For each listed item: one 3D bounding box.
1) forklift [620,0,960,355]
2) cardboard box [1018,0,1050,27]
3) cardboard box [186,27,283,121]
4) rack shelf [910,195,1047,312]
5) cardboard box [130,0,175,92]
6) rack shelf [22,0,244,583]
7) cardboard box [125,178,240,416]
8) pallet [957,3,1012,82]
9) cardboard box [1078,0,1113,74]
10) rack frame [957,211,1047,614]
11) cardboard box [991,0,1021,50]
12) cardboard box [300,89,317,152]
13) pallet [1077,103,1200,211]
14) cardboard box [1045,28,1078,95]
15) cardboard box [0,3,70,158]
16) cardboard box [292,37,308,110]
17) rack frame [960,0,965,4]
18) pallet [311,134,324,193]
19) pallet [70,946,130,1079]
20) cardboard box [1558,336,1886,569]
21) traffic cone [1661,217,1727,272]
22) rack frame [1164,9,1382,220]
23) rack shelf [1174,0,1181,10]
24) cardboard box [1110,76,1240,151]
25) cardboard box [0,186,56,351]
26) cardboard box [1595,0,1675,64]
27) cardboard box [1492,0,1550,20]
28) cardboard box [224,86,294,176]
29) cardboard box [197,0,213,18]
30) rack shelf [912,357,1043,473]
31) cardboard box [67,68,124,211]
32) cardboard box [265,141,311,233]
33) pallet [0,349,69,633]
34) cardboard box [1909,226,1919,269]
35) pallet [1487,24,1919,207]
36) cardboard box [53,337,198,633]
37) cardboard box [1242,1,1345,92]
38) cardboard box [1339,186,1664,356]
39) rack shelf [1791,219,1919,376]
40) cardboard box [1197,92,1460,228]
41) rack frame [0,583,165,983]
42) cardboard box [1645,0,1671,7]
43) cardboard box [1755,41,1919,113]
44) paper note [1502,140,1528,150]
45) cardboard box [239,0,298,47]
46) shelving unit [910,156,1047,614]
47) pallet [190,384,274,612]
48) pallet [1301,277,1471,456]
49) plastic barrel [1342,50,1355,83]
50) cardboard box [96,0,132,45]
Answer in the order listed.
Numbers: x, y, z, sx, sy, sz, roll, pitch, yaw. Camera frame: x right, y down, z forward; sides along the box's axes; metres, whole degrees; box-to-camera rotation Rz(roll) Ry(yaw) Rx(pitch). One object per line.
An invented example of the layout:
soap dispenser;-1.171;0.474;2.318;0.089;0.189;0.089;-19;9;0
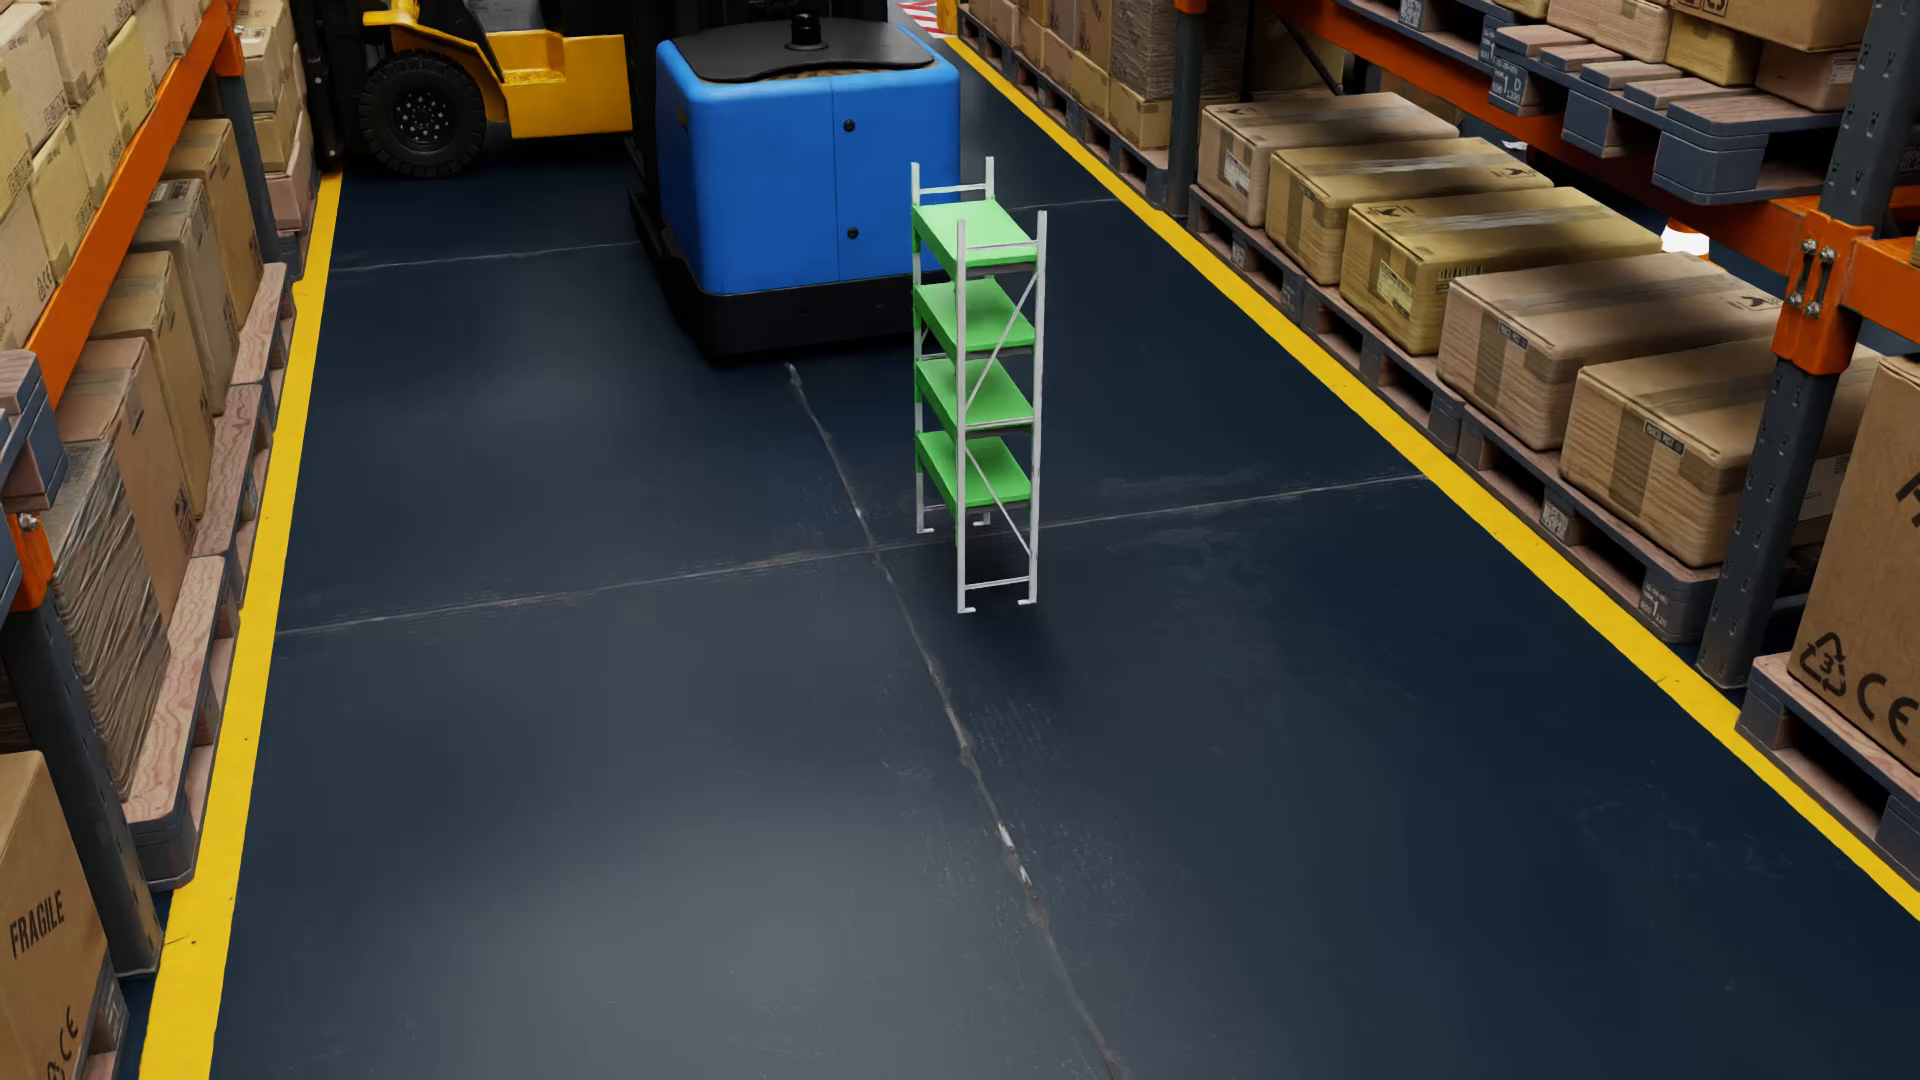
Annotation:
forklift;-0.918;-2.699;6.988;1.130;2.935;3.031;-9;31;-15
cardboard box;0.640;-3.224;9.403;0.500;0.500;0.500;-7;31;-12
cardboard box;-3.132;-1.947;6.947;0.500;0.250;0.500;-8;31;-14
rack shelf;0.044;-0.799;4.603;0.258;0.148;0.480;-8;31;-13
cardboard box;-2.679;-1.487;4.975;0.500;0.250;0.500;-8;31;-13
rack shelf;-2.775;-0.970;4.649;1.077;0.370;4.000;-8;31;-13
cardboard box;-2.958;-0.775;5.545;0.875;0.625;0.625;-8;31;-14
pallet;0.619;-3.200;10.568;1.003;0.211;1.213;-8;31;-13
cardboard box;0.927;-2.721;8.533;0.500;0.500;0.500;-7;31;-12
rack frame;0.109;-0.321;4.608;0.240;1.200;0.015;-8;31;-13
cardboard box;0.493;-3.158;10.038;0.500;0.250;0.500;-7;31;-11
cardboard box;-3.416;-2.006;8.046;0.500;0.250;0.500;-7;31;-12
pallet;1.267;-2.022;8.532;1.003;0.211;1.213;-8;31;-13
cardboard box;0.781;-2.652;9.164;0.500;0.250;0.500;-7;31;-13
cardboard box;-2.258;-0.955;3.557;0.500;0.250;0.500;-7;31;-12
cardboard box;-3.394;-2.217;7.913;0.500;0.250;0.500;-8;31;-14
rack frame;0.417;-4.841;10.619;1.000;3.000;0.127;-8;31;-13
pallet;-3.804;-2.020;8.529;1.003;0.211;1.213;-8;31;-13
pallet;-2.082;1.257;2.867;1.003;0.211;1.213;-8;31;-13
cardboard box;2.400;-0.296;4.970;0.950;0.372;0.625;-10;32;-17
traffic cone;3.158;-1.398;7.203;0.336;0.463;0.334;-8;31;-13
rack frame;1.479;-2.909;7.281;1.000;3.000;0.127;-8;31;-13
rack shelf;0.948;-3.563;9.130;1.077;0.370;4.000;-8;31;-13
cardboard box;1.063;-2.150;8.296;0.500;0.250;0.500;-6;31;-11
cardboard box;-2.126;-0.497;3.264;0.500;0.250;0.500;-8;31;-13
cardboard box;1.976;-1.412;4.528;0.380;0.149;0.250;-8;31;-14
cardboard box;1.830;-1.666;4.966;0.380;0.149;0.250;-7;31;-12
cardboard box;-3.136;-1.730;7.071;0.500;0.250;0.500;-8;31;-14
cardboard box;-2.920;-1.973;5.815;0.500;0.250;0.500;-7;31;-12
rack shelf;0.044;-0.384;4.843;0.258;0.148;0.480;-8;31;-13
cardboard box;-2.398;-0.988;4.113;0.500;0.250;0.500;-9;31;-15
cardboard box;-3.115;-1.516;7.201;0.500;0.250;0.500;-8;31;-13
pallet;-1.996;0.086;2.299;1.213;0.211;1.003;-8;31;-13
cardboard box;2.428;-0.642;3.515;0.500;0.250;0.500;-8;31;-14
pallet;2.249;-1.224;4.562;1.213;0.211;1.003;-8;31;-13
cardboard box;-2.577;-0.087;4.357;0.875;0.625;0.625;-7;31;-12
cardboard box;1.583;-2.546;8.231;0.500;0.500;0.500;-6;31;-11
cardboard box;2.001;-1.018;6.218;0.950;0.372;0.625;-7;31;-12
rack shelf;3.072;0.300;2.455;1.077;0.370;4.000;-8;31;-13
cardboard box;1.621;-1.700;7.397;0.950;0.372;0.625;-7;31;-13
rack frame;-2.244;-0.315;2.800;1.000;3.000;0.127;-8;31;-13
cardboard box;2.004;-1.761;4.483;0.500;0.500;0.500;-8;31;-14
cardboard box;2.227;-1.177;4.121;0.380;0.149;0.250;-7;31;-11
paper note;2.983;-2.107;8.859;0.148;0.019;0.142;-8;31;-13
cardboard box;-3.401;-2.434;7.788;0.500;0.250;0.500;-7;31;-12
shelving unit;0.044;-0.439;4.811;0.258;1.200;0.503;-8;31;-13
pallet;-2.745;-0.099;5.211;1.003;0.211;1.213;-8;31;-13
pallet;2.014;-0.736;6.310;1.003;0.211;1.213;-8;31;-13
plastic barrel;2.425;-2.929;9.888;0.512;0.421;0.421;13;32;21
cardboard box;-2.539;-1.454;4.418;0.500;0.250;0.500;-7;31;-13
